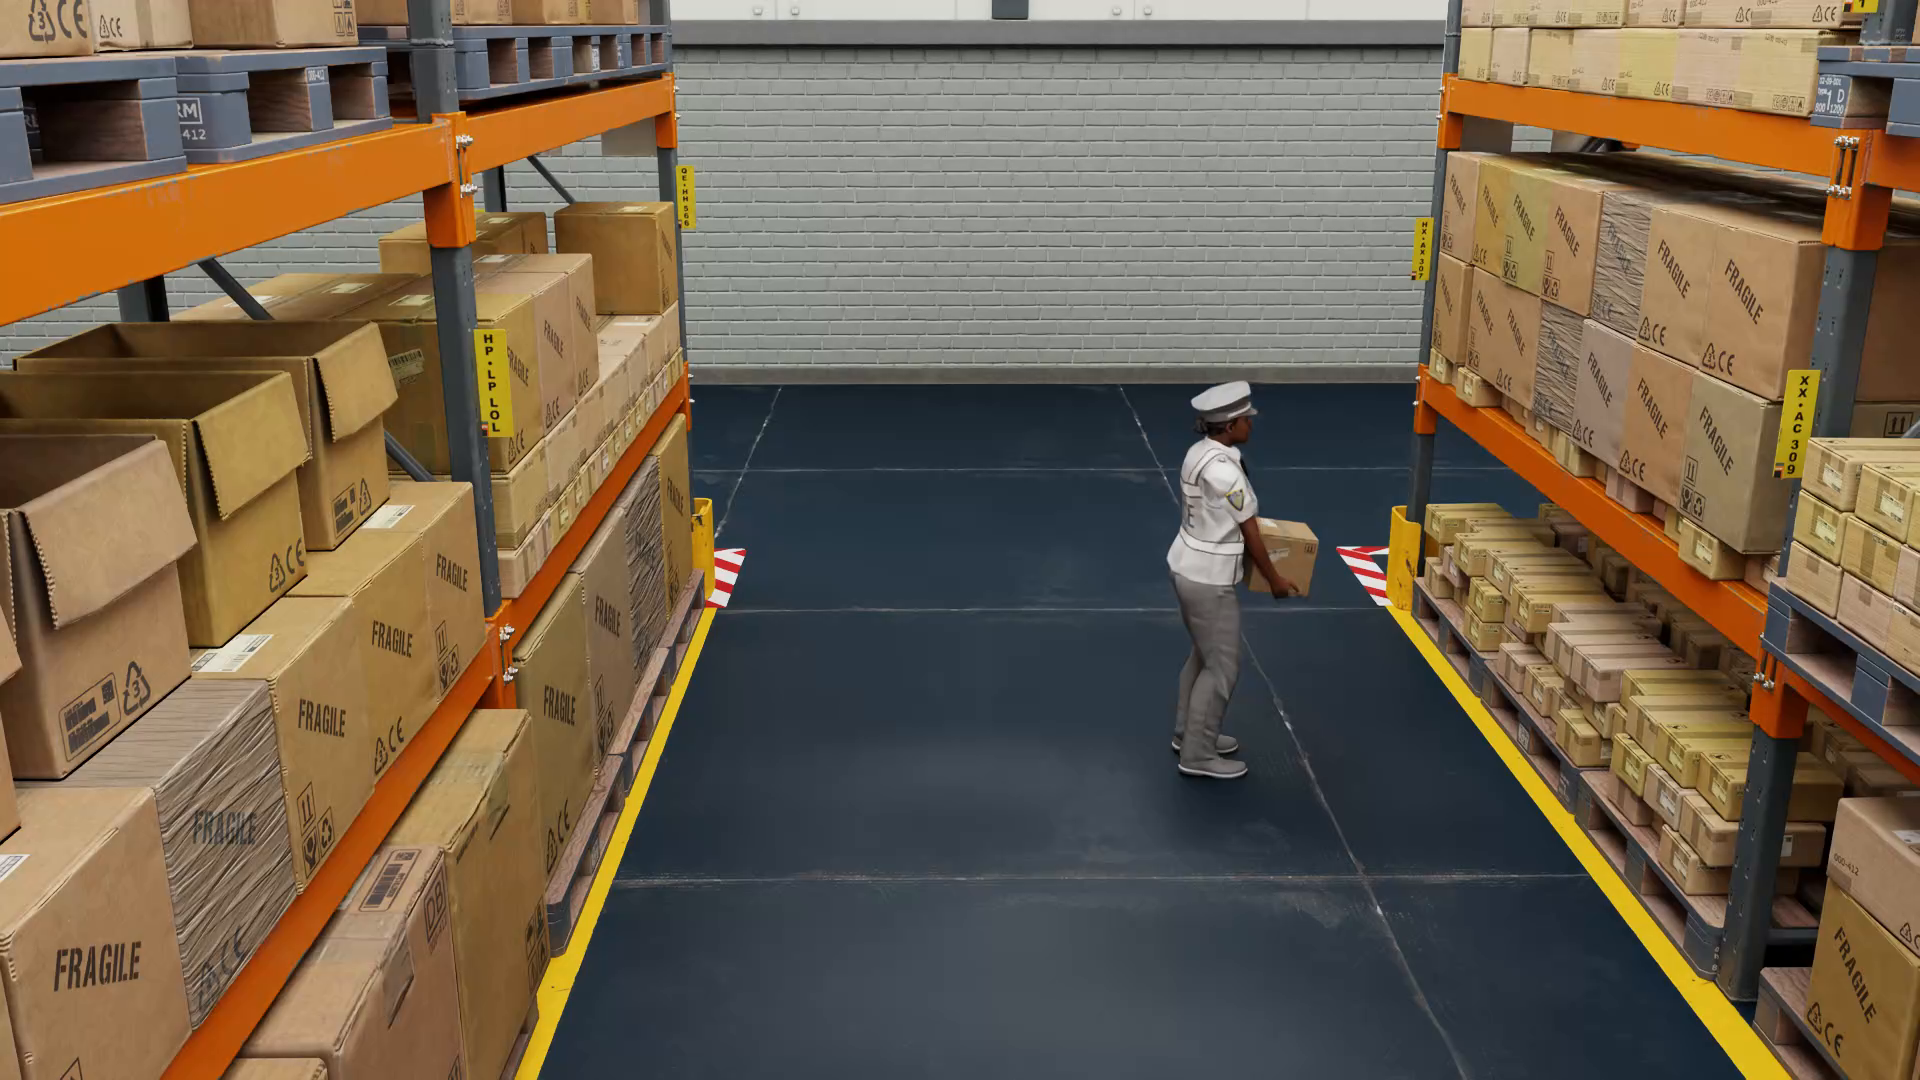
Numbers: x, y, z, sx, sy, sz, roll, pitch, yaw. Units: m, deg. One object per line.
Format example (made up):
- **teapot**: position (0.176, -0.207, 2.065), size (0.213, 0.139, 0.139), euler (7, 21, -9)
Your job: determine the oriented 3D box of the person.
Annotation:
- **person**: position (1.138, 0.164, 7.006), size (0.530, 1.680, 0.416), euler (-1, 17, -2)
